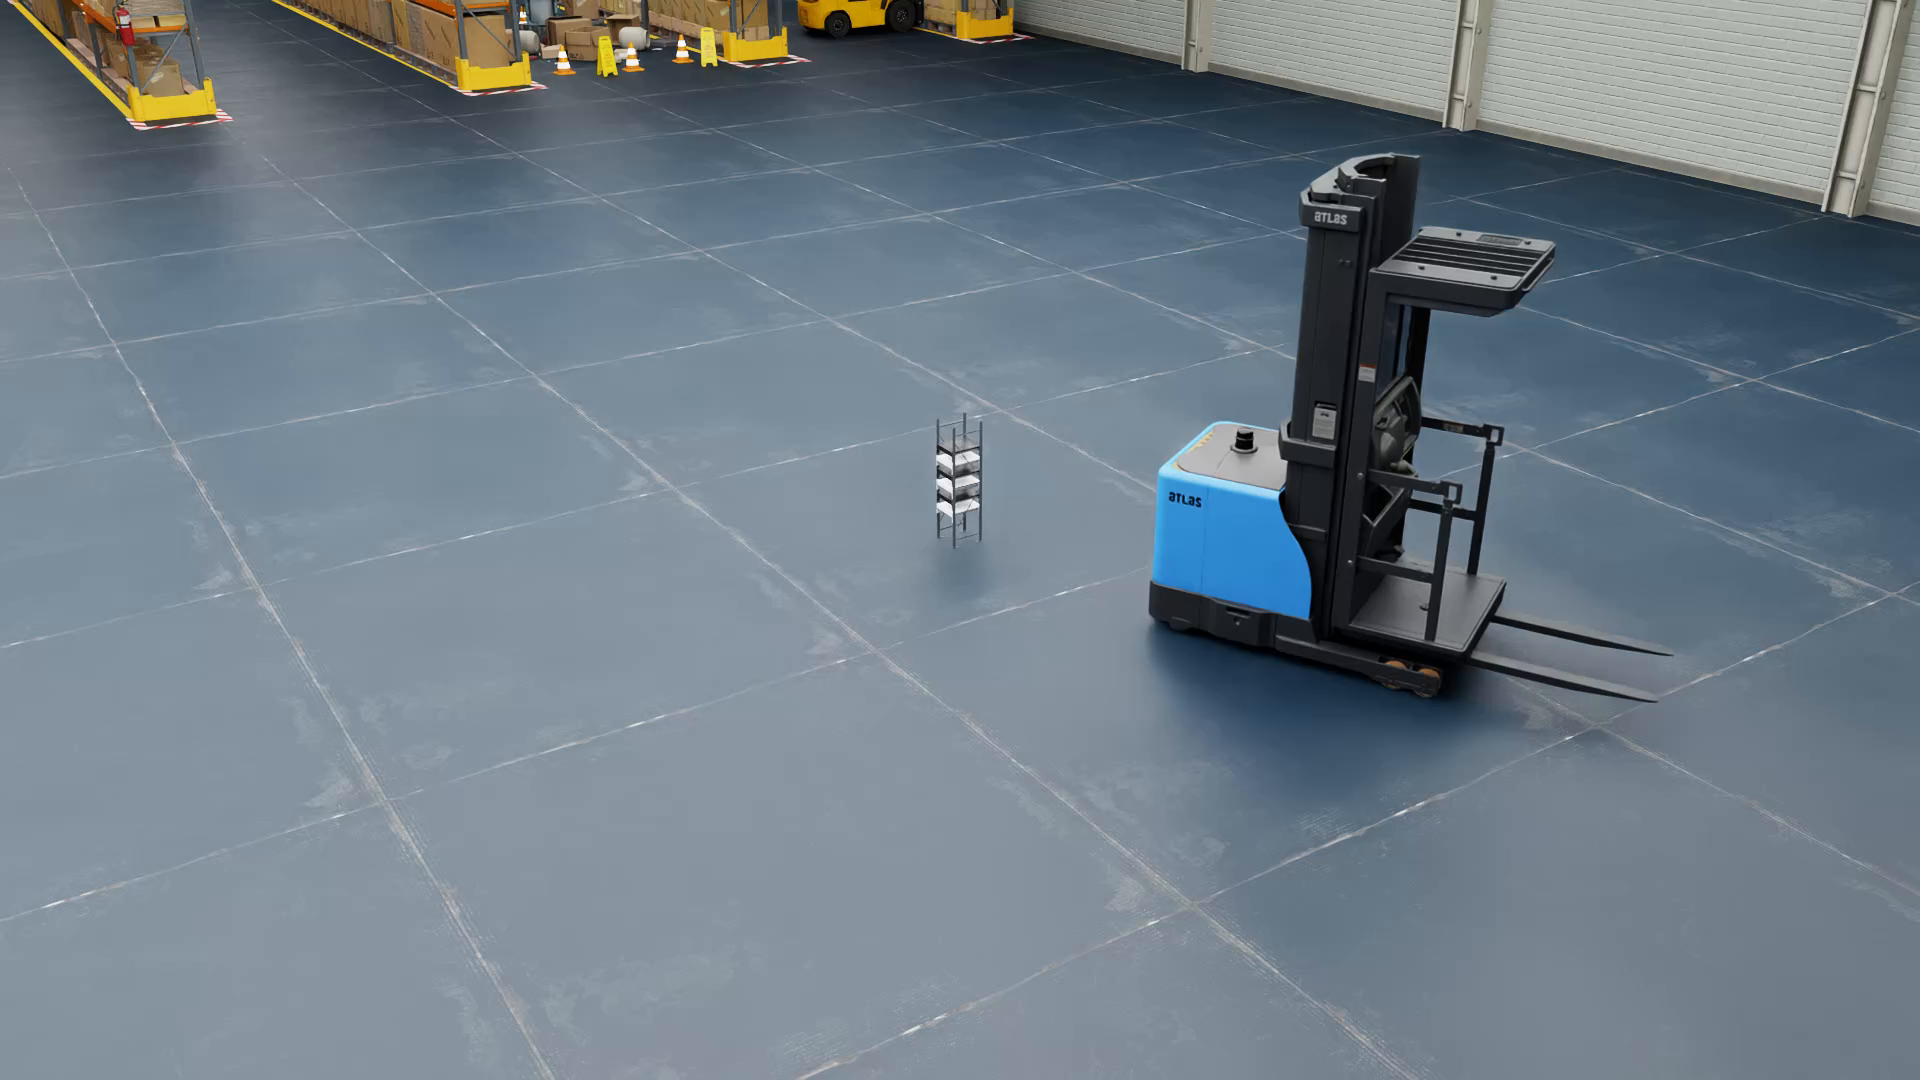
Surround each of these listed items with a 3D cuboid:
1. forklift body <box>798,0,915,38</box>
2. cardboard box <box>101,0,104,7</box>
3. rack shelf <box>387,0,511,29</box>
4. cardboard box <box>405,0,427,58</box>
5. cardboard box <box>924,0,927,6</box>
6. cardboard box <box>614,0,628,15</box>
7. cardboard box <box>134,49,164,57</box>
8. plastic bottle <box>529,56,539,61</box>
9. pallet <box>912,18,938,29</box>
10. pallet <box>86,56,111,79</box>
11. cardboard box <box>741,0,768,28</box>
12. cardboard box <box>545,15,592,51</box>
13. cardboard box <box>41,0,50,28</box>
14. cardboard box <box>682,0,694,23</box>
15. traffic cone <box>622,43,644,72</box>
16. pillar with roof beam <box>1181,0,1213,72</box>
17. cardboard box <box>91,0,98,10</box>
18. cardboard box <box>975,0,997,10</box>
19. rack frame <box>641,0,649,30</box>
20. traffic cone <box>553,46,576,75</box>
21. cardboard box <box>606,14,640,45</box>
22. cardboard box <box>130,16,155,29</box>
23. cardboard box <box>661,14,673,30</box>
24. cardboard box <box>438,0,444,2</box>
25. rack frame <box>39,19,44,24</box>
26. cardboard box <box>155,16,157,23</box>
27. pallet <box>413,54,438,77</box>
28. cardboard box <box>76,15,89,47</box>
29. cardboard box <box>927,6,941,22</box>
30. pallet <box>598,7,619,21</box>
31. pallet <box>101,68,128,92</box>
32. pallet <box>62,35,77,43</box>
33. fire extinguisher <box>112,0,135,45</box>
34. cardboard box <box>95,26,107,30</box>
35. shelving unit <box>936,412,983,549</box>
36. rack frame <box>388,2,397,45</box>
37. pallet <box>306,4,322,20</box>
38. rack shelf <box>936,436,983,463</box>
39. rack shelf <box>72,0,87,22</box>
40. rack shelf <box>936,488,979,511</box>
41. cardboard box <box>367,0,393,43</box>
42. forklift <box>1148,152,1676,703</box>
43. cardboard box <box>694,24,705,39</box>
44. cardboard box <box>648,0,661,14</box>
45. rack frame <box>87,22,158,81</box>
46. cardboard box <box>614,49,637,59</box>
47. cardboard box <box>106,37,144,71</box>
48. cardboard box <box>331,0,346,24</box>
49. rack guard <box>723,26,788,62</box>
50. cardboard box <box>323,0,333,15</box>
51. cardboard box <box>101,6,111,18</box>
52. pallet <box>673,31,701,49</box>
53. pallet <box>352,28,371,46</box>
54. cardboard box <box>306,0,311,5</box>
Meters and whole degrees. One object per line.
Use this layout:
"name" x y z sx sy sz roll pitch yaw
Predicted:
"forklift body" -2.086 -11.166 32.846 2.313 2.155 1.214 -16 29 -30
"cardboard box" -12.870 -8.552 25.849 0.875 0.500 0.500 -16 29 -30
"rack shelf" -8.863 -9.339 28.824 1.077 0.370 4.000 -16 29 -30
"cardboard box" -9.175 -9.046 29.358 0.875 0.875 0.875 -15 29 -29
"cardboard box" -0.614 -10.932 33.500 0.500 0.250 0.500 -16 30 -31
"cardboard box" -6.547 -11.014 34.117 0.950 0.372 0.625 -14 28 -26
"cardboard box" -12.990 -7.550 26.628 0.500 0.500 0.500 -13 28 -25
"plastic bottle" -7.780 -8.739 30.152 0.133 0.061 0.283 18 31 33
"pallet" -0.637 -10.736 34.206 1.003 0.211 1.213 -16 29 -30
"pallet" -14.592 -8.277 28.999 1.003 0.211 1.213 -16 29 -30
"cardboard box" -3.902 -9.786 30.778 0.500 0.500 0.500 -17 30 -31
"cardboard box" -7.277 -9.442 30.965 0.797 0.637 0.503 -16 29 -30
"cardboard box" -17.189 -10.492 32.421 1.225 0.875 0.875 -15 29 -29
"cardboard box" -4.893 -10.018 31.271 0.500 0.500 0.500 -16 30 -31
"traffic cone" -5.739 -8.464 29.101 0.336 0.463 0.334 -16 29 -30
"pillar with roof beam" 0.521 -11.319 25.149 9.100 9.000 0.400 -16 29 -30
"cardboard box" -13.769 -8.638 26.790 0.380 0.149 0.250 -16 29 -30
"cardboard box" 0.395 -10.686 32.978 0.500 0.250 0.500 -15 29 -29
"rack frame" -5.863 -11.569 32.706 1.000 3.000 0.127 -16 29 -30
"traffic cone" -6.872 -8.323 28.800 0.336 0.463 0.334 -16 29 -30
"cardboard box" -6.418 -9.740 31.756 0.500 0.500 0.500 3 25 6
"cardboard box" -12.311 -7.769 24.951 0.380 0.149 0.250 -16 29 -30
"cardboard box" -5.466 -10.054 32.224 0.500 0.250 0.500 -14 29 -27
"cardboard box" -8.331 -9.331 27.788 0.875 0.550 0.550 -16 29 -30
"rack frame" -18.533 -12.121 33.875 1.000 3.000 0.127 -16 29 -30
"cardboard box" -12.059 -7.967 25.370 0.380 0.149 0.250 -16 29 -30
"pallet" -8.936 -8.392 29.241 1.003 0.211 1.213 -16 29 -30
"cardboard box" -15.654 -9.329 30.373 0.700 0.500 0.500 -18 31 -34
"cardboard box" -0.307 -10.518 33.208 0.500 0.250 0.500 -16 29 -30
"pallet" -6.959 -11.023 34.816 1.003 0.211 1.213 -16 29 -30
"pallet" -13.770 -7.767 27.918 1.003 0.211 1.213 -16 29 -30
"pallet" -16.717 -9.729 32.075 1.003 0.211 1.213 -16 29 -30
"fire extinguisher" -12.306 -7.646 24.486 0.296 0.674 0.183 -16 29 -30
"cardboard box" -14.728 -8.728 29.100 0.700 0.500 0.500 -16 29 -30
"shelving unit" -0.004 -0.410 11.526 0.258 0.900 0.210 -16 29 -30
"rack frame" -9.955 -10.380 30.186 1.000 3.000 0.127 -16 29 -30
"pallet" -13.226 -11.265 35.328 1.003 0.211 1.213 -16 29 -30
"rack shelf" -0.004 -0.624 11.425 0.258 0.077 0.200 -16 29 -30
"rack shelf" -15.258 -9.650 29.483 1.077 0.370 4.000 -16 29 -30
"rack shelf" -0.004 -0.298 11.579 0.258 0.077 0.200 -16 29 -30
"cardboard box" -10.369 -9.753 31.003 1.050 0.750 0.750 -16 29 -30
"forklift" 2.736 -0.661 9.680 3.031 2.935 1.130 13 28 26
"cardboard box" -4.622 -9.499 31.049 0.500 0.250 0.500 -15 29 -29
"cardboard box" -5.767 -10.581 32.463 0.500 0.500 0.500 -14 29 -27
"rack frame" -14.166 -9.260 27.814 1.000 3.000 0.127 -16 29 -30
"cardboard box" -6.087 -8.847 30.280 0.380 0.149 0.250 -1 25 -3
"cardboard box" -13.981 -8.167 27.935 0.500 0.500 0.500 -17 30 -31
"cardboard box" -11.882 -10.744 33.102 1.050 0.750 0.750 -16 30 -30
"rack guard" -3.721 -9.036 30.267 1.175 0.500 0.348 -16 29 -30
"cardboard box" -12.717 -11.044 34.030 0.500 0.500 0.500 -16 29 -30
"cardboard box" -13.218 -8.282 26.036 0.380 0.149 0.250 -16 29 -30
"pallet" -4.797 -9.640 31.885 1.003 0.211 1.213 -16 29 -30
"pallet" -11.110 -9.814 32.254 1.003 0.211 1.213 -16 29 -30
"cardboard box" -13.554 -11.601 35.210 0.500 0.500 0.500 -15 29 -29
